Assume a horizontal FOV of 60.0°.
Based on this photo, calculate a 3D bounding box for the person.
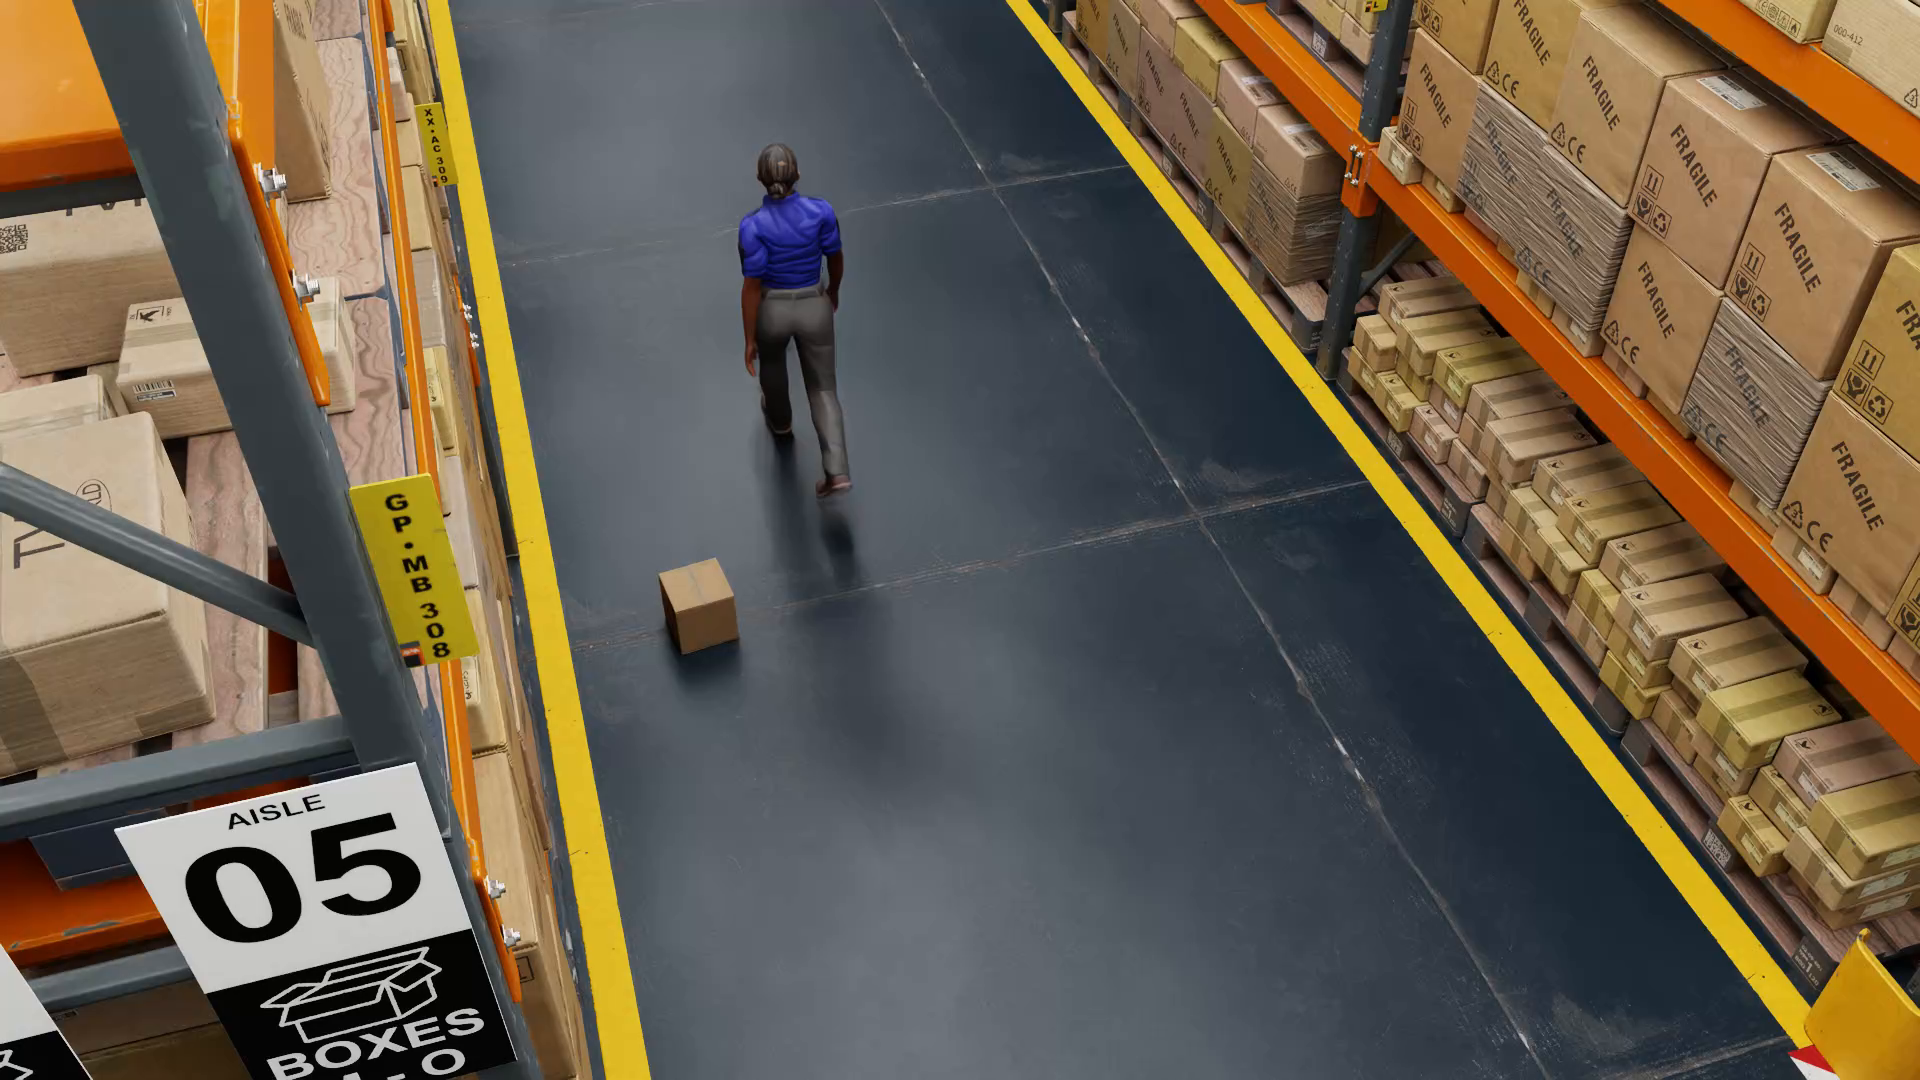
[{"bbox_3d":[-0.716,-0.959,7.225,0.492,1.599,1.001,-10,43,-10],"label":"person"}]
